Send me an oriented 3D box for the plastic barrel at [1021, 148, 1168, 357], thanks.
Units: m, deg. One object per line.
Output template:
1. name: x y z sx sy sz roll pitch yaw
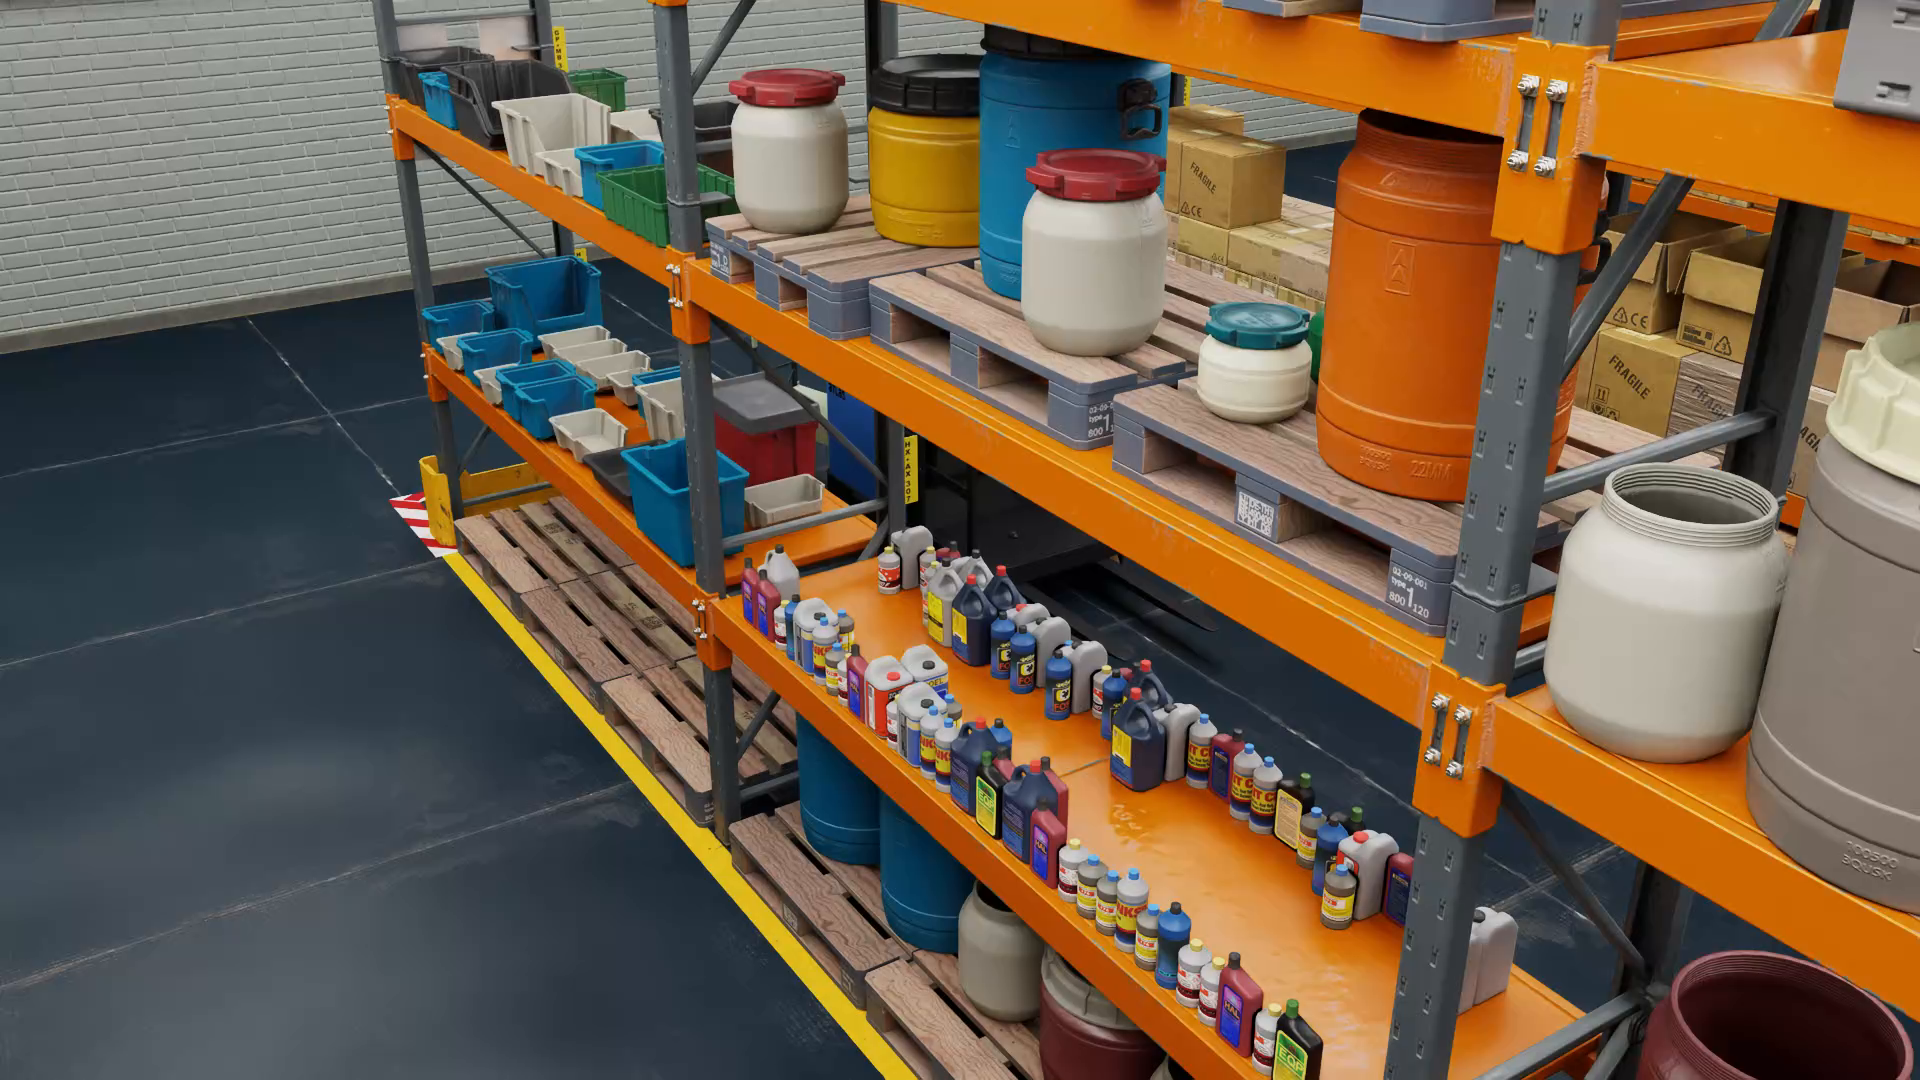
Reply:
1. plastic barrel: 0.391 -0.840 4.851 0.433 0.535 0.433 0 25 0

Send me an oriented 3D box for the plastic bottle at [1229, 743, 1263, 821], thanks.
1. plastic bottle: 0.975 0.816 5.658 0.097 0.271 0.097 0 25 0

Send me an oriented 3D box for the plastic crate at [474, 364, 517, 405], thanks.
1. plastic crate: -2.547 -0.861 9.299 0.250 0.136 0.298 -16 29 -30

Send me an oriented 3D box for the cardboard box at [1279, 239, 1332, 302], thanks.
1. cardboard box: 2.427 -1.749 10.768 0.500 0.250 0.500 -15 29 -29

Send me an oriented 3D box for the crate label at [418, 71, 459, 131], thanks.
1. crate label: -2.649 -2.379 8.936 0.408 0.251 0.502 -16 29 -30

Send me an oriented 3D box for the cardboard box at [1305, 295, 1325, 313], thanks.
1. cardboard box: 2.448 -1.506 10.720 0.380 0.149 0.250 -15 29 -29

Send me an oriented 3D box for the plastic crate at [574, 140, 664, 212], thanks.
1. plastic crate: -1.463 -1.596 7.300 0.416 0.233 0.300 -16 29 -30

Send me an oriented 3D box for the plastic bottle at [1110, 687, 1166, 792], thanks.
1. plastic bottle: 0.625 0.688 5.836 0.144 0.351 0.185 -16 29 -30

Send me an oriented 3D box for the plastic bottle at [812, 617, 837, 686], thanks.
1. plastic bottle: -0.525 0.427 6.482 0.097 0.271 0.097 0 25 0

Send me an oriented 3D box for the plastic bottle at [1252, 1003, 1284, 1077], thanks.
1. plastic bottle: 0.859 1.366 4.576 0.097 0.201 0.097 0 25 0

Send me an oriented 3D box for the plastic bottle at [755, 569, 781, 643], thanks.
1. plastic bottle: -0.783 0.267 6.808 0.061 0.283 0.133 -16 29 -30

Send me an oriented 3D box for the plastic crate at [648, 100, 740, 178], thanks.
1. plastic crate: -1.147 -1.870 7.836 0.497 0.269 0.590 -16 29 -30

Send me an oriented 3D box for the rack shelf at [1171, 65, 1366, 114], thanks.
1. rack shelf: 2.359 -2.965 10.846 1.077 0.370 4.000 -16 29 -30

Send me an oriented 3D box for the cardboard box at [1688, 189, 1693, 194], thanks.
1. cardboard box: 6.151 -3.015 13.916 0.380 0.149 0.250 -16 30 -31

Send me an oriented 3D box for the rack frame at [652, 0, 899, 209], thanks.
1. rack frame: -0.699 -2.777 6.092 1.000 3.000 0.127 -16 29 -30

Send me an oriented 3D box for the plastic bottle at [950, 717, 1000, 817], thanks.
1. plastic bottle: 0.057 0.754 5.696 0.144 0.351 0.185 -16 29 -30

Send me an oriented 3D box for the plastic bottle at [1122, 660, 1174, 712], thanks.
1. plastic bottle: 0.679 0.605 6.013 0.144 0.351 0.185 -16 29 -30

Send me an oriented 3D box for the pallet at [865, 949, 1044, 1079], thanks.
1. pallet: 0.358 1.919 6.437 1.003 0.211 1.213 -16 29 -30

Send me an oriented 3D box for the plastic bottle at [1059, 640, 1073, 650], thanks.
1. plastic bottle: 0.422 0.486 6.440 0.097 0.201 0.097 0 25 0

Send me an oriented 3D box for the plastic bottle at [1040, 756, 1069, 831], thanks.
1. plastic bottle: 0.303 0.866 5.540 0.061 0.283 0.133 -16 29 -30

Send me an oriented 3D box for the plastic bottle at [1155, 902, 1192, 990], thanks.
1. plastic bottle: 0.627 1.182 4.884 0.097 0.271 0.097 0 25 0

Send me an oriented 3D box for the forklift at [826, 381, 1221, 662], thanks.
1. forklift: 0.341 -1.099 9.646 1.130 2.935 3.031 -15 29 -29

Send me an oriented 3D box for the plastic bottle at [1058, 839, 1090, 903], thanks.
1. plastic bottle: 0.361 1.039 5.267 0.097 0.201 0.097 0 25 0

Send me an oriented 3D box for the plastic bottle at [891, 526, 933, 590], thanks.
1. plastic bottle: -0.213 0.058 7.260 0.152 0.276 0.135 -16 29 -30

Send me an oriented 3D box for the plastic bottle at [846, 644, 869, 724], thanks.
1. plastic bottle: -0.371 0.537 6.236 0.061 0.283 0.133 -16 29 -30

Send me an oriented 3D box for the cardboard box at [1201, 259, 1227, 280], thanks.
1. cardboard box: 1.889 -1.872 11.497 0.380 0.149 0.250 -16 30 -30

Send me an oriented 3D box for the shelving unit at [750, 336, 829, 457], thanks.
1. shelving unit: -1.004 -1.081 11.283 0.755 1.500 0.431 21 32 37

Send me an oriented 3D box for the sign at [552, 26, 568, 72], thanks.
1. sign: -2.430 -2.938 10.069 0.100 0.325 0.005 -16 29 -30

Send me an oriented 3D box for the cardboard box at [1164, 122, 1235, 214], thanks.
1. cardboard box: 1.576 -2.641 11.781 0.500 0.500 0.500 -16 30 -31

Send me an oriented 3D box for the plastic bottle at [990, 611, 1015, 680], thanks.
1. plastic bottle: 0.168 0.406 6.526 0.097 0.271 0.097 0 25 0

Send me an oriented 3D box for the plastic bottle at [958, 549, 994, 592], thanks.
1. plastic bottle: 0.077 0.211 6.848 0.144 0.351 0.185 -16 29 -30

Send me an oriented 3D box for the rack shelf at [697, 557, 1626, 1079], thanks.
1. rack shelf: 0.393 0.977 6.010 1.077 0.370 4.000 -16 29 -30

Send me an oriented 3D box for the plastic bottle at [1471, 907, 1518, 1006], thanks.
1. plastic bottle: 1.520 1.193 4.855 0.152 0.276 0.135 -16 29 -30

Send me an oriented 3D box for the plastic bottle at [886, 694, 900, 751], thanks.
1. plastic bottle: -0.219 0.659 6.073 0.097 0.201 0.097 0 25 0

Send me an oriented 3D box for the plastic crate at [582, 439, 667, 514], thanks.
1. plastic crate: -1.535 -0.305 8.134 0.437 0.125 0.590 -16 29 -30

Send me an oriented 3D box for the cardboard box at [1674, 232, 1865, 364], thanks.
1. cardboard box: 4.172 -1.243 8.576 0.797 0.503 0.637 -15 29 -29

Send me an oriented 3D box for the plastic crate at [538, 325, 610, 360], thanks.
1. plastic crate: -2.285 -1.153 9.918 0.396 0.136 0.243 -16 29 -30

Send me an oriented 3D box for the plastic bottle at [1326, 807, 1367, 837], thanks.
1. plastic bottle: 1.232 0.965 5.328 0.061 0.283 0.133 -16 29 -30

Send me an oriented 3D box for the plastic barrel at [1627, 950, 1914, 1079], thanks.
1. plastic barrel: 1.992 1.400 4.110 0.600 0.536 0.708 -16 29 -30

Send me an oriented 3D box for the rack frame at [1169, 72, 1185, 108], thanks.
1. rack frame: 1.268 -2.649 12.848 1.000 3.000 0.127 -16 29 -30

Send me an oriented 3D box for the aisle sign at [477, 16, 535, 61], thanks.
1. aisle sign: -2.676 -2.764 10.047 0.394 0.787 0.004 -16 29 -30

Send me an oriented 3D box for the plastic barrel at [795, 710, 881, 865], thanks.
1. plastic barrel: -0.416 0.893 7.310 0.600 0.901 0.708 -16 29 -30

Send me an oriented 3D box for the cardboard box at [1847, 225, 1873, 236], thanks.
1. cardboard box: 6.982 -2.448 12.717 0.380 0.149 0.250 -14 29 -28

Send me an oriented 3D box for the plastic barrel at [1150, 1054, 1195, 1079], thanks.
1. plastic barrel: 0.821 1.950 5.529 0.421 0.512 0.421 0 25 0

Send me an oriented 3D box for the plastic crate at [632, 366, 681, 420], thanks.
1. plastic crate: -1.546 -0.771 8.996 0.416 0.233 0.300 -16 29 -30

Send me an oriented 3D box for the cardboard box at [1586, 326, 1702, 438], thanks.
1. cardboard box: 3.768 -0.861 8.944 0.500 0.500 0.500 -15 29 -29

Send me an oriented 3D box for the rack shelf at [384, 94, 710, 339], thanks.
1. rack shelf: -1.790 -1.811 8.401 1.077 0.370 4.000 -16 29 -30

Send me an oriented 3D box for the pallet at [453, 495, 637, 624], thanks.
1. pallet: -2.465 0.070 10.354 1.003 0.211 1.213 -16 29 -30

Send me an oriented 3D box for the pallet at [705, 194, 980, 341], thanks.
1. pallet: -0.189 -1.078 6.226 1.213 0.211 1.003 -16 29 -30

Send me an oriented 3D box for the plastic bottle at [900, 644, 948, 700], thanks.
1. plastic bottle: -0.132 0.542 6.233 0.152 0.276 0.135 -16 29 -30
